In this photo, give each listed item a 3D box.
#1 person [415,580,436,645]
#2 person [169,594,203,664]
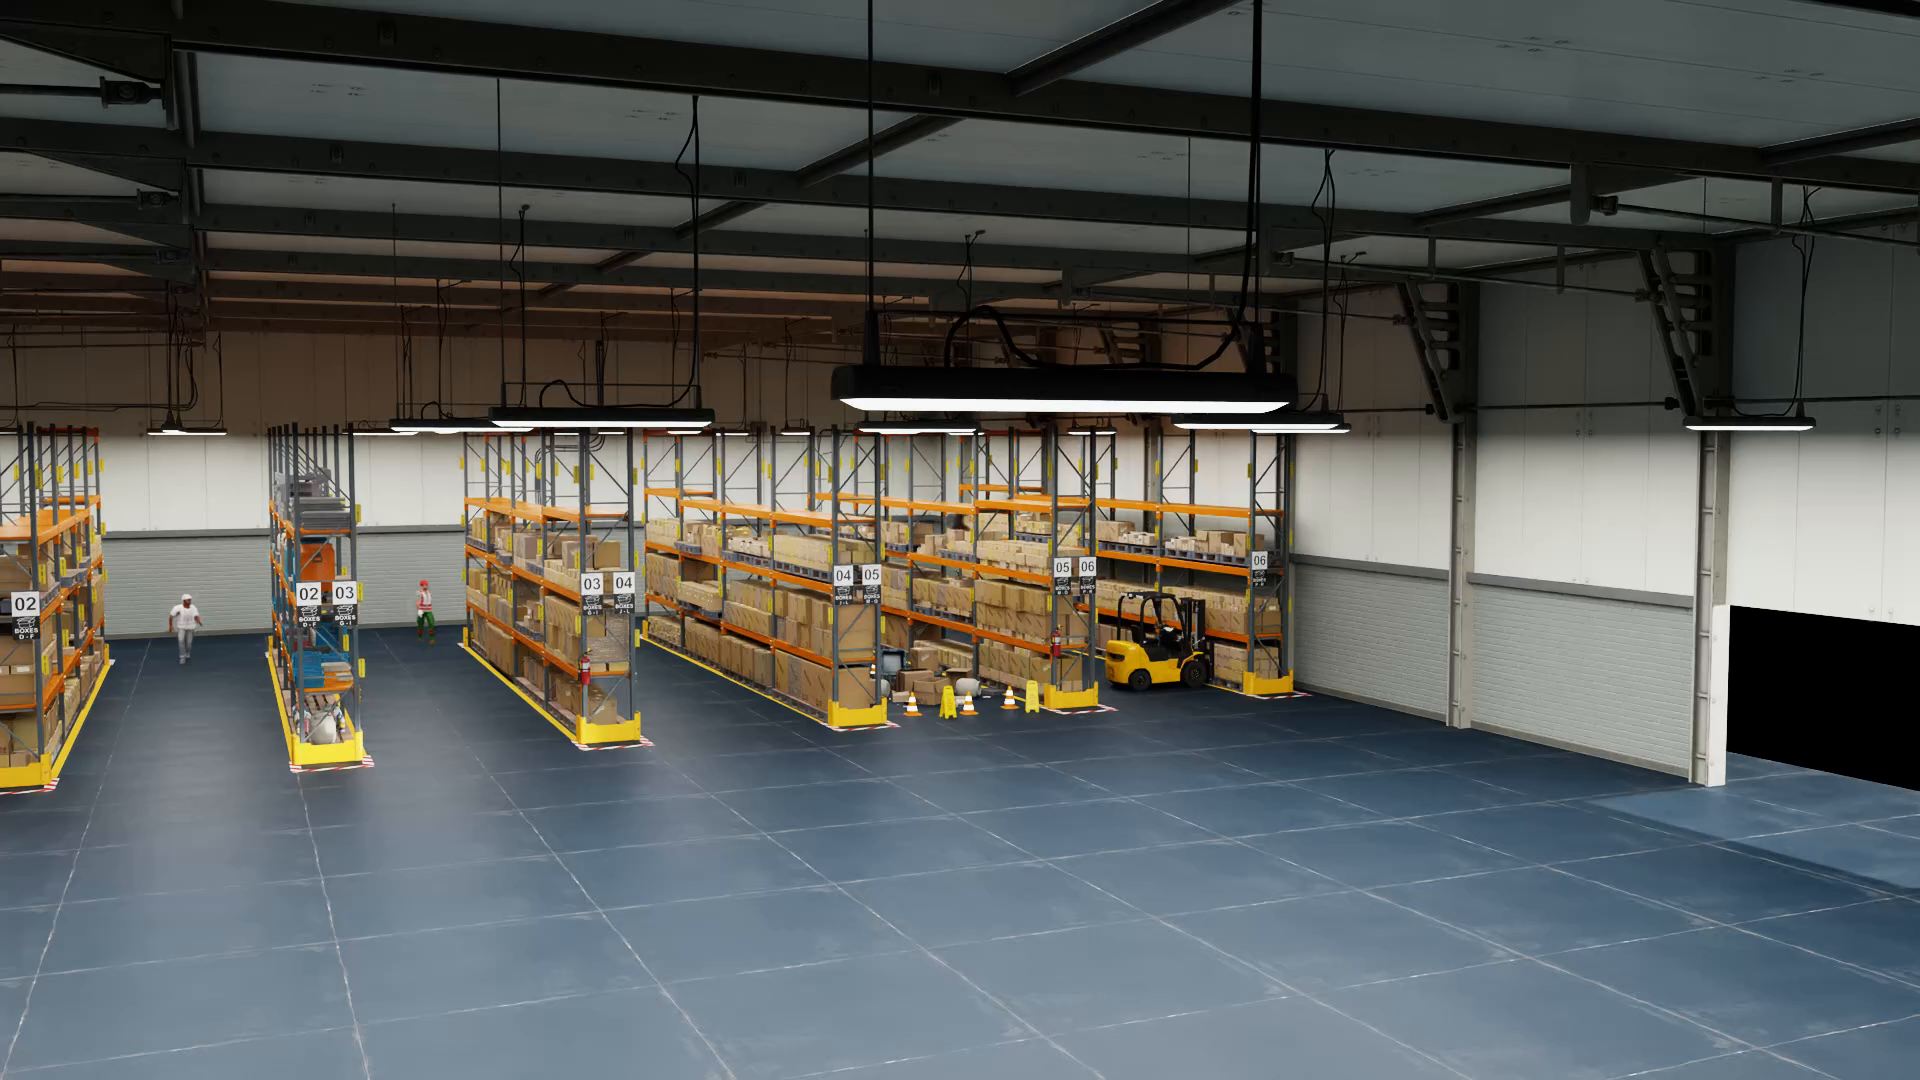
[{"bbox_3d":[-14.893,2.008,46.281,0.493,1.782,0.846,-2,4,-34],"label":"person"},{"bbox_3d":[-19.868,2.263,42.684,0.782,1.743,1.003,-2,4,-25],"label":"person"}]
